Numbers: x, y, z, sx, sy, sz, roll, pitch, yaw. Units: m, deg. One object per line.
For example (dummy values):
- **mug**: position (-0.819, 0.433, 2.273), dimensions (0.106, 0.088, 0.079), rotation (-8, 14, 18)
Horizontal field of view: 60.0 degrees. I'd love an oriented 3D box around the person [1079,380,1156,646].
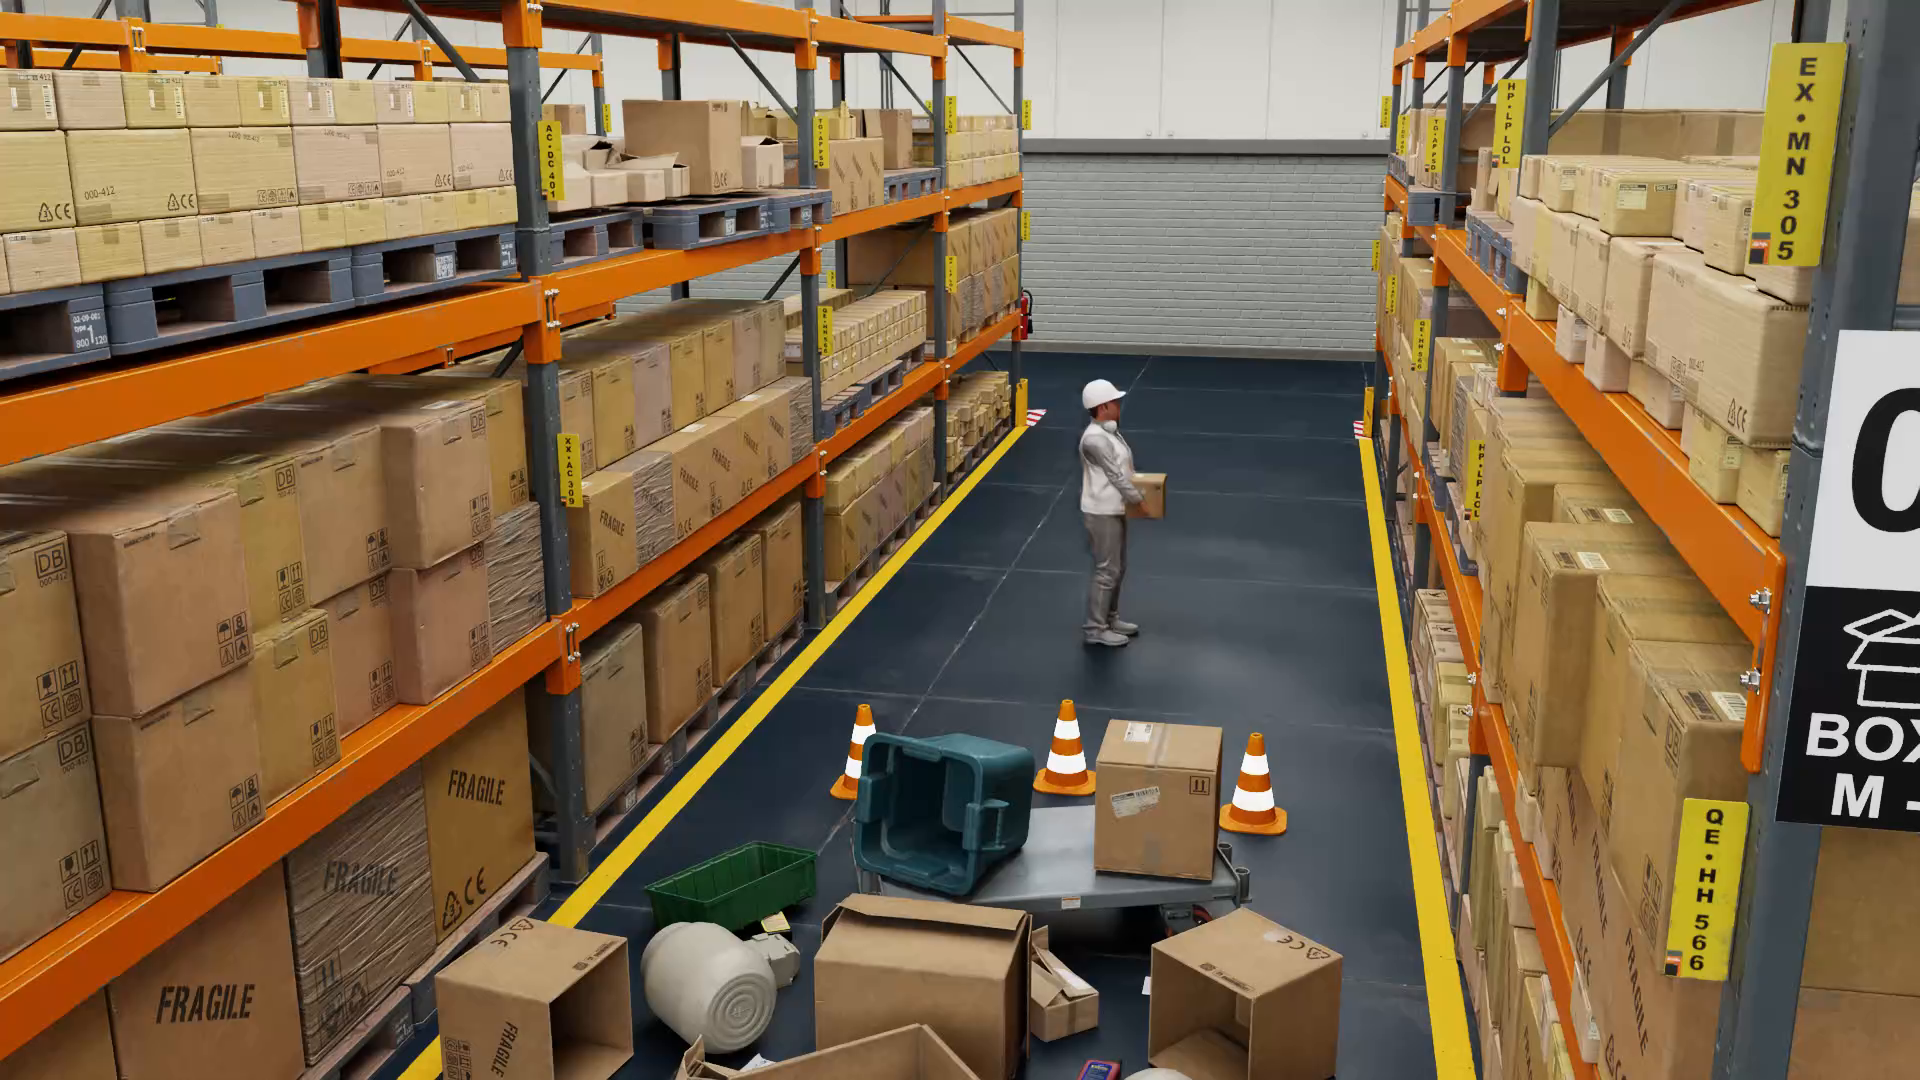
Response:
- **person**: position (1.084, -0.196, 11.218), dimensions (0.551, 1.769, 0.500), rotation (3, 15, 10)
